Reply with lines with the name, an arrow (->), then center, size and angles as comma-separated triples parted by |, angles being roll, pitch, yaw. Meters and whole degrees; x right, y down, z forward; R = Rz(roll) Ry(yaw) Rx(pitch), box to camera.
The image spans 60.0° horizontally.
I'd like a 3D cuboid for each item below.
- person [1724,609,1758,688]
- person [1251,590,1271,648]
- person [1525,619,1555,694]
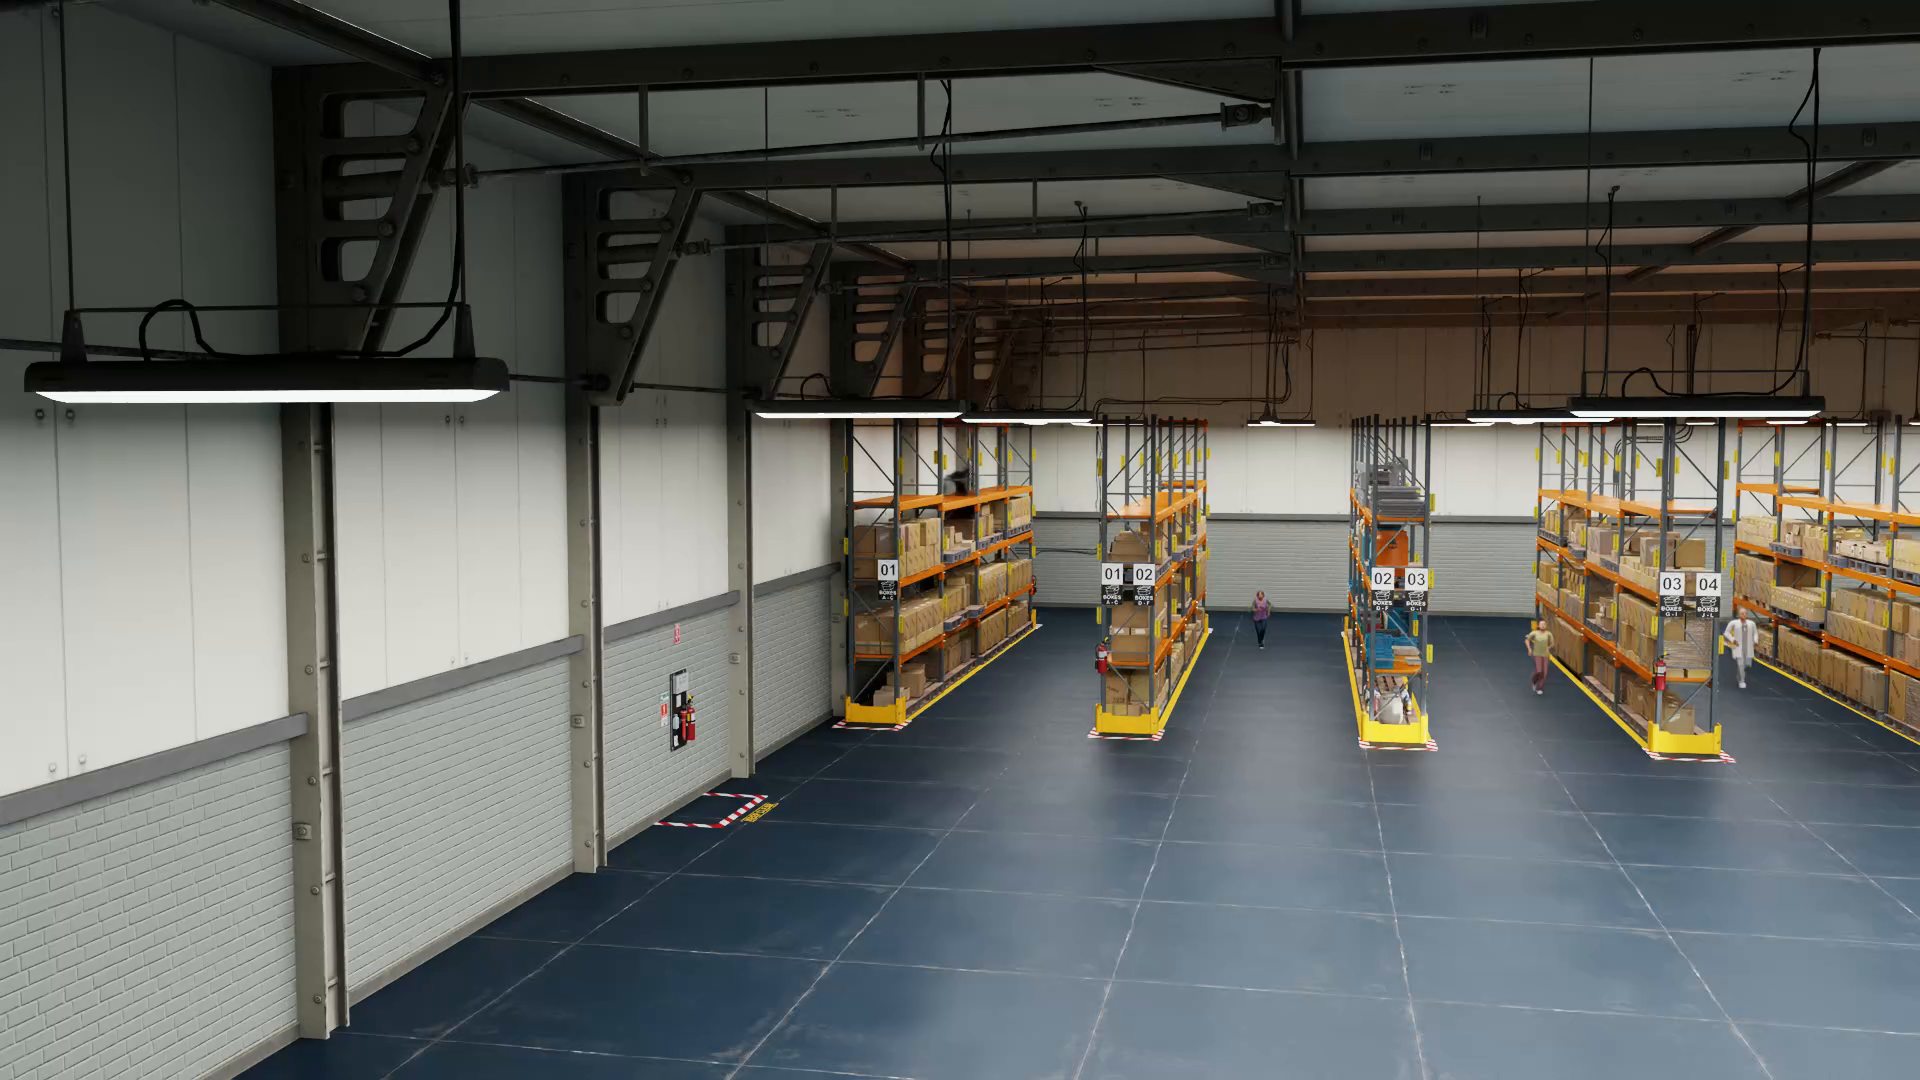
person -> 17.413, 2.398, 37.062 | 0.712, 1.739, 0.652 | 1, 4, 10
person -> 7.808, 2.061, 43.112 | 0.500, 1.537, 0.726 | 1, 4, 11
person -> 12.521, 2.515, 35.813 | 0.566, 1.629, 0.547 | 0, 4, 5
